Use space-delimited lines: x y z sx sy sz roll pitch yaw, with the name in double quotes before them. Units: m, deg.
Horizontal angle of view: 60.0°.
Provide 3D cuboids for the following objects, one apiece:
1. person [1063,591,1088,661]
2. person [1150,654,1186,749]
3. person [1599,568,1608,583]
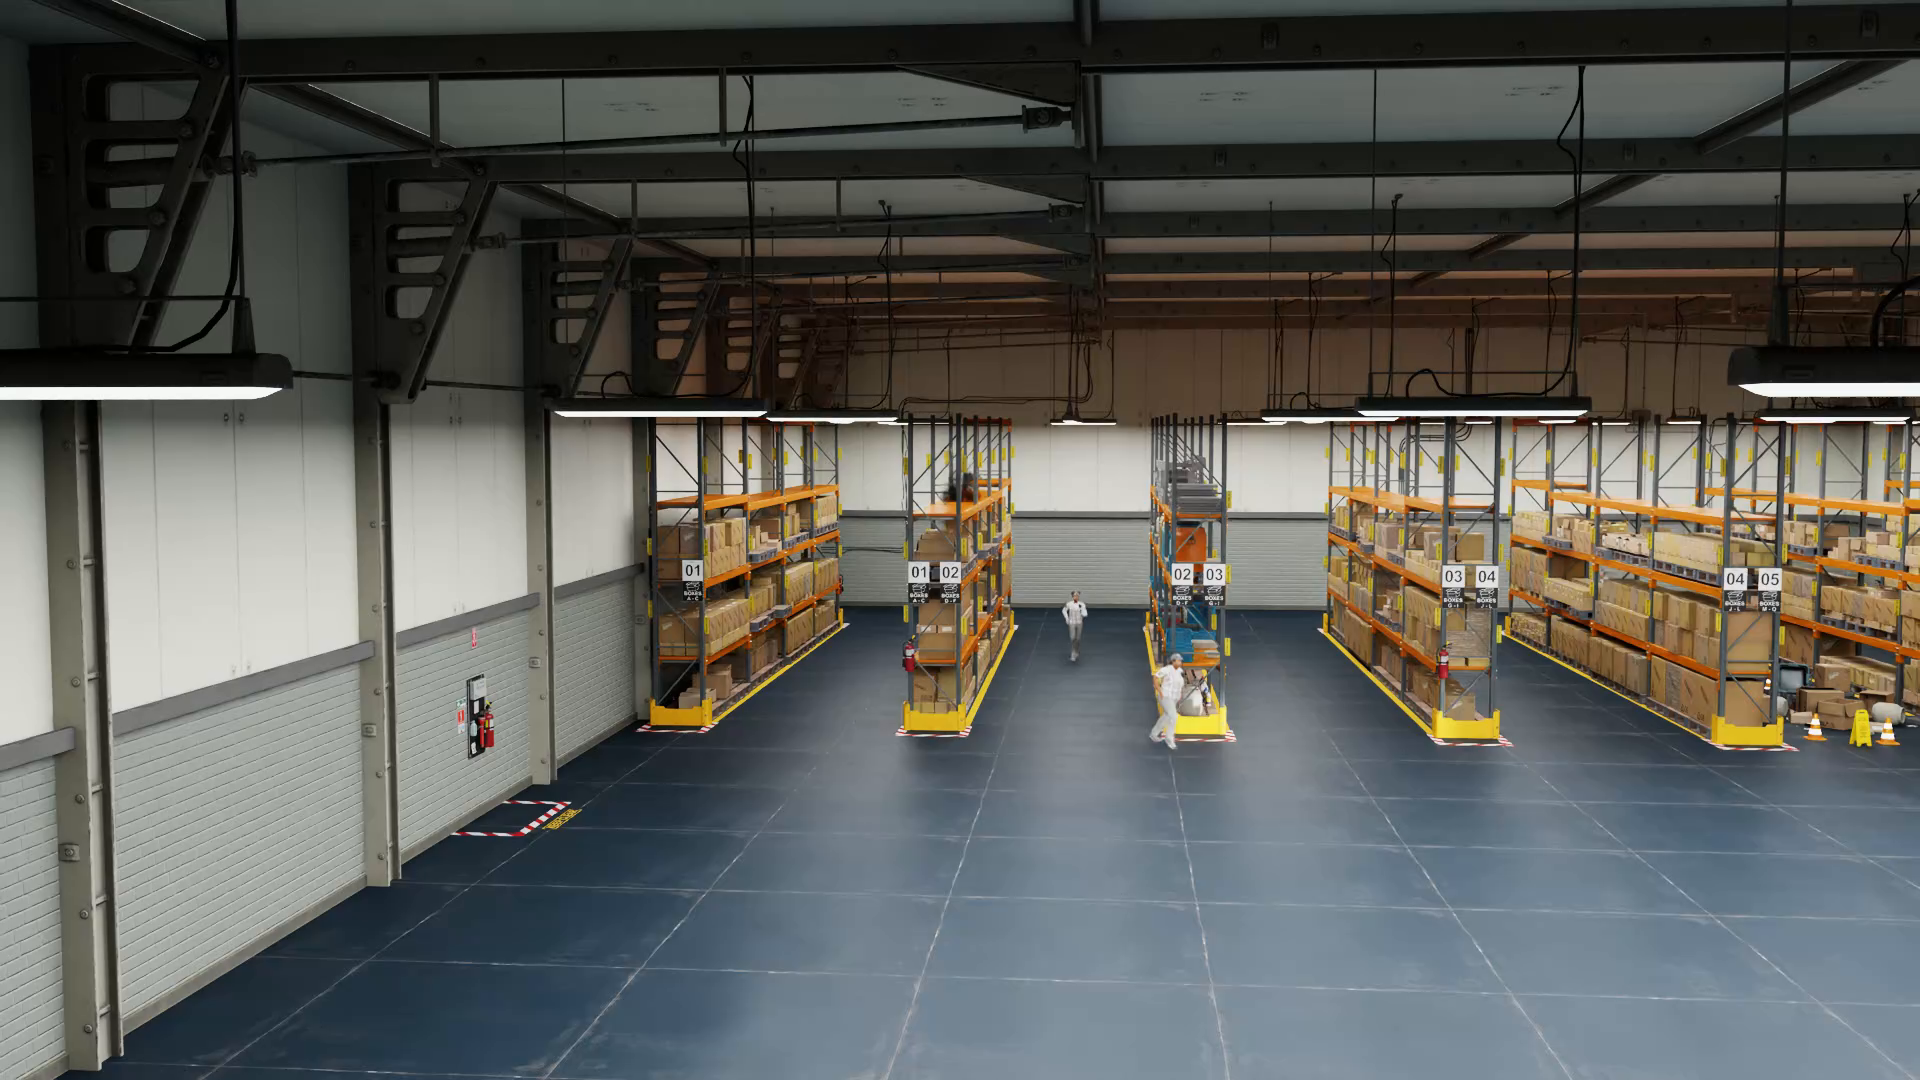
"person" 2.857 2.115 41.102 0.593 1.751 0.685 0 4 -3
"person" 3.794 2.893 30.100 0.704 1.694 0.586 4 5 45
"person" 18.232 1.678 47.229 0.592 1.743 0.673 0 4 6
